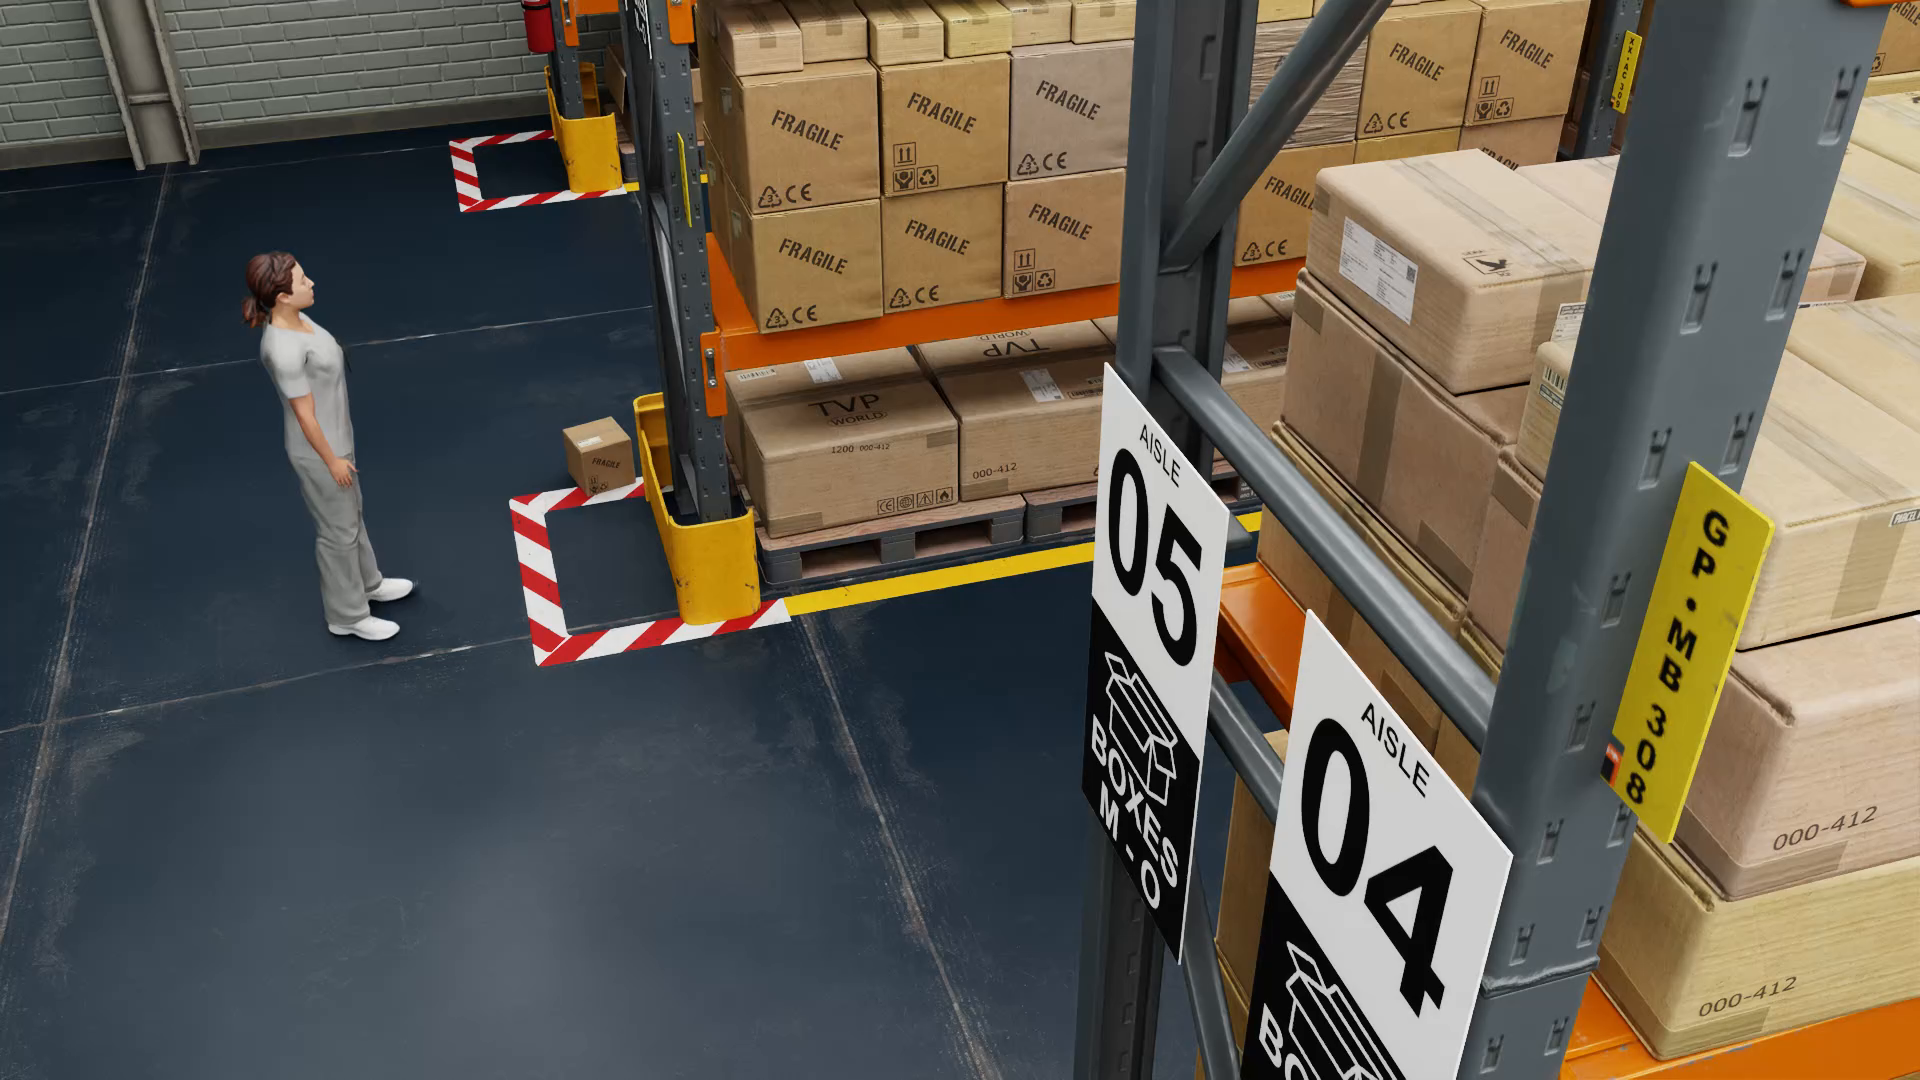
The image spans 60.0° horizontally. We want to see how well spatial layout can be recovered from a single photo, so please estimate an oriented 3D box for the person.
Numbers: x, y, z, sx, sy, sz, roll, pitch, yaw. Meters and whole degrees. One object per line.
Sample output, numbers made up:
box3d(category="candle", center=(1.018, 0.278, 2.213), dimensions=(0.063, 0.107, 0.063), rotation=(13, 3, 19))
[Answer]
box3d(category="person", center=(-2.549, -0.379, 6.692), dimensions=(0.390, 1.676, 0.453), rotation=(-10, 35, -14))
